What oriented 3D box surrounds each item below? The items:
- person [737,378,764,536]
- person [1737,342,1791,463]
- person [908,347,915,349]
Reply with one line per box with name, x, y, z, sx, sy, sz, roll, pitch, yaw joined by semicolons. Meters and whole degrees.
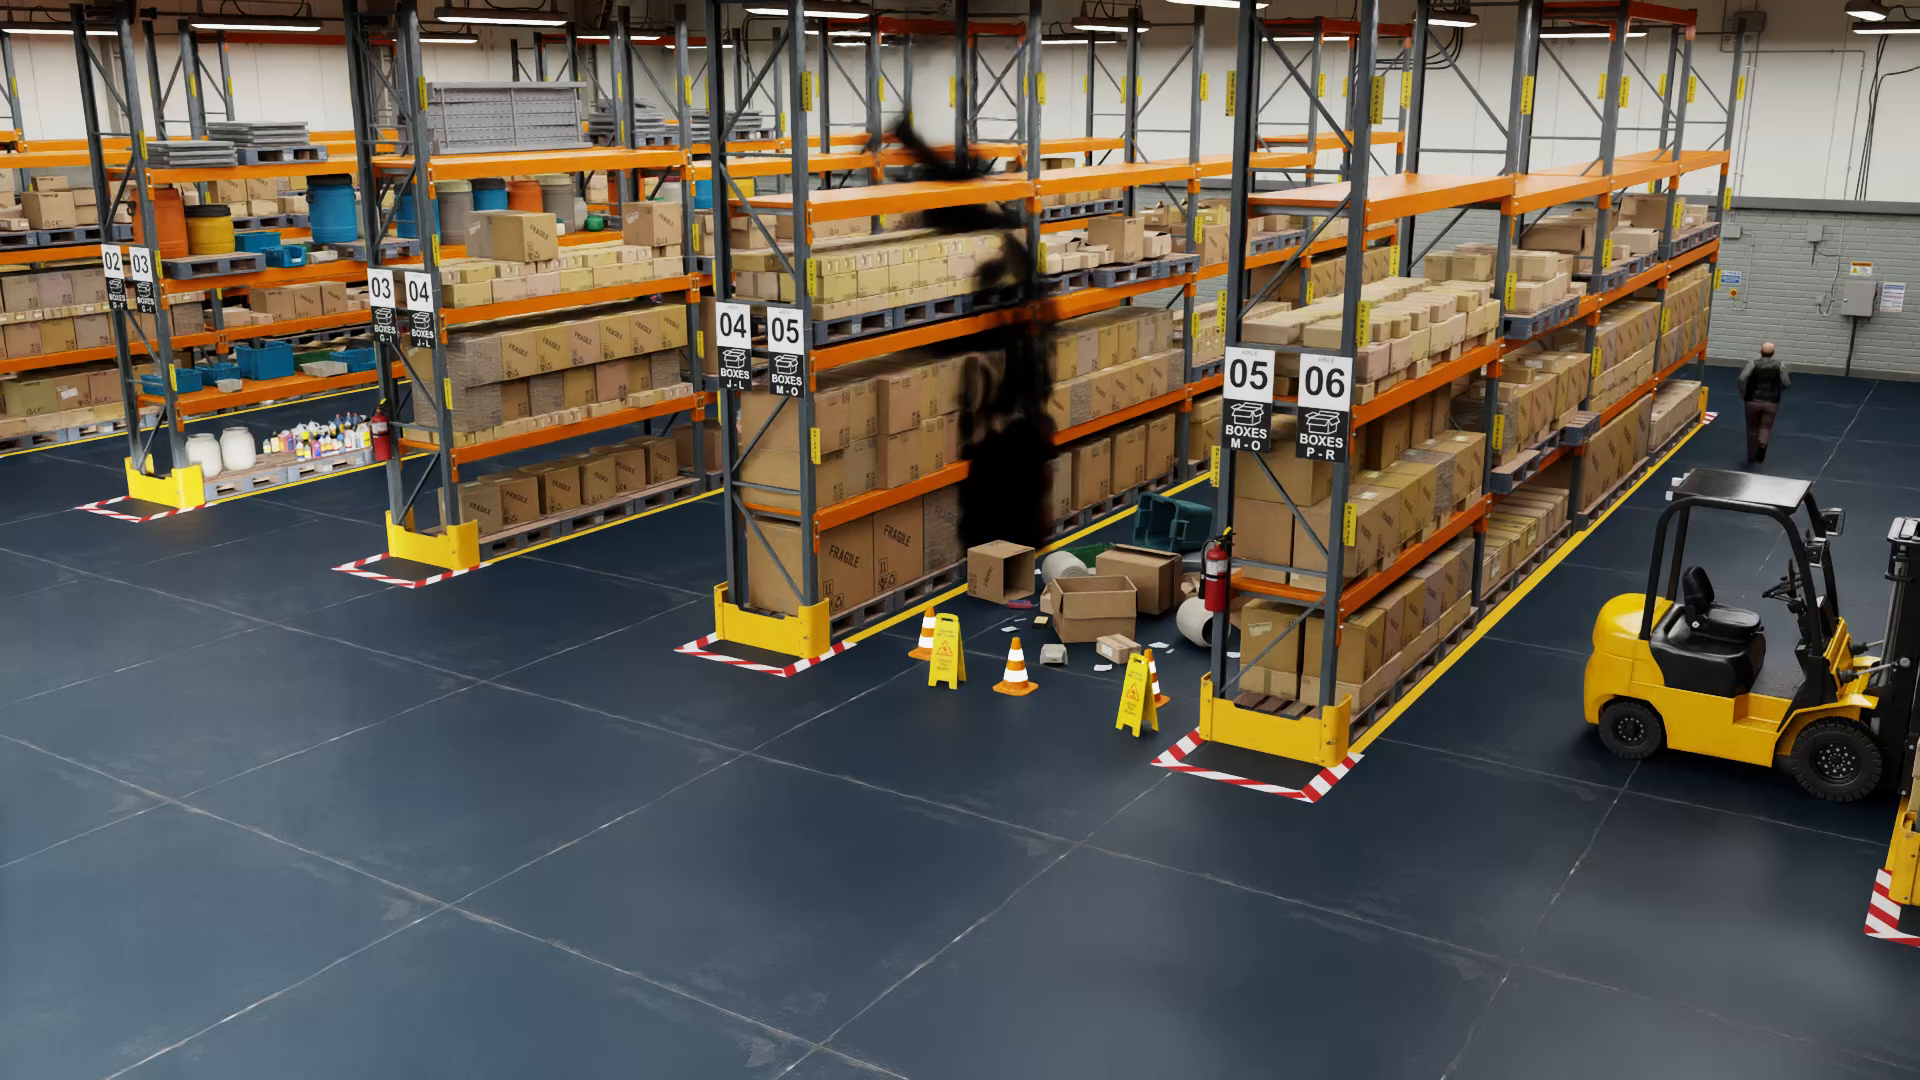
person;-2.226;-0.936;18.322;0.565;1.706;0.884;5;16;17
person;10.931;-1.846;22.692;0.663;1.704;0.927;7;17;25
person;-0.919;-2.028;22.243;0.654;1.799;0.597;8;17;26
